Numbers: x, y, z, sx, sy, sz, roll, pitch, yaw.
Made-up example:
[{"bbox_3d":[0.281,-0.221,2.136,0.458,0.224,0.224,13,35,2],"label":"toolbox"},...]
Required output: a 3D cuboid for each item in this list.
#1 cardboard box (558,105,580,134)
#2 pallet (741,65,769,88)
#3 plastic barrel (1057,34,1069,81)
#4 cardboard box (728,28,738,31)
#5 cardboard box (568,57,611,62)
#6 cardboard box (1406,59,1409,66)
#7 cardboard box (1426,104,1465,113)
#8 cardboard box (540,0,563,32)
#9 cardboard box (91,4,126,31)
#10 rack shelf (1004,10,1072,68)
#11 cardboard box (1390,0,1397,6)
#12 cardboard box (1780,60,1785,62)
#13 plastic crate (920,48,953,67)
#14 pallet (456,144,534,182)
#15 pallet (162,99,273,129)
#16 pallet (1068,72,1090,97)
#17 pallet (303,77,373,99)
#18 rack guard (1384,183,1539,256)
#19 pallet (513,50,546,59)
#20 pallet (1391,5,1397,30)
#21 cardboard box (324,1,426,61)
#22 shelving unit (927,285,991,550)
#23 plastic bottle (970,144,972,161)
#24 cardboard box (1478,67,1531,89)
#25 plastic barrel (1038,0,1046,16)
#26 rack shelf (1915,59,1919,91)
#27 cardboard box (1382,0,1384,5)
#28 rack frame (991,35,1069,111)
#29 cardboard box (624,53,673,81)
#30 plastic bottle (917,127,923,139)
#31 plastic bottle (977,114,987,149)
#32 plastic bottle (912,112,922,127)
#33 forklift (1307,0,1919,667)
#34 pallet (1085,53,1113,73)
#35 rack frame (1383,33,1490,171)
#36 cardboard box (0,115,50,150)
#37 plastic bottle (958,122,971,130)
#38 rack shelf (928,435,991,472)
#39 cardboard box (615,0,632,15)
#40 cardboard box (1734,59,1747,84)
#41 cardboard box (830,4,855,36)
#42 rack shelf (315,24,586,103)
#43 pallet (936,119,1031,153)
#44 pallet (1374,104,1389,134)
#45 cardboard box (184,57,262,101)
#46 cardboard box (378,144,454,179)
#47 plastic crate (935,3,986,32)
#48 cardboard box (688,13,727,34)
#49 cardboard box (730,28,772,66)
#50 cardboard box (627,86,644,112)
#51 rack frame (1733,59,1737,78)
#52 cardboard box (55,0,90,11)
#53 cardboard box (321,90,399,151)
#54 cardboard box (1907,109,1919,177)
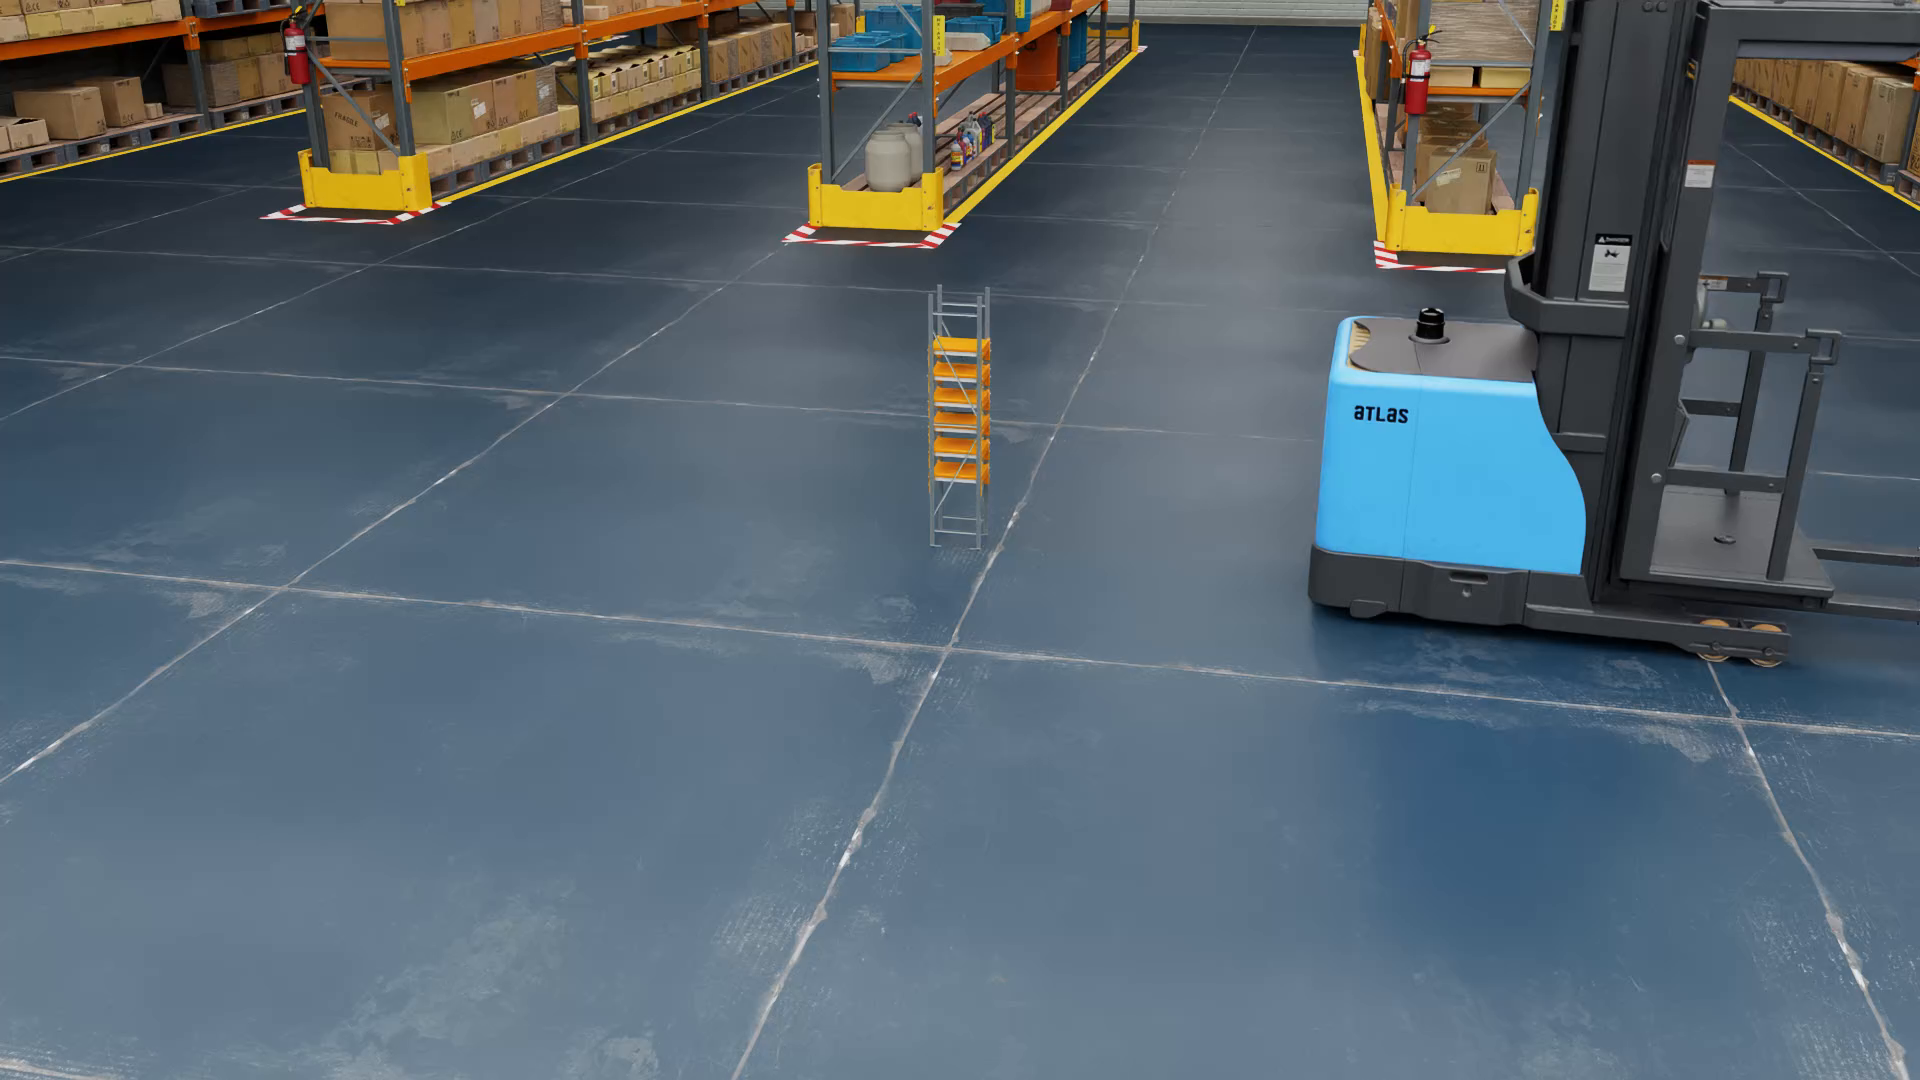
[{"bbox_3d":[-4.628,-4.746,18.741,0.500,0.250,0.500,4,22,11],"label":"cardboard box"},{"bbox_3d":[-3.491,-6.897,24.697,1.003,0.211,1.213,4,22,11],"label":"pallet"},{"bbox_3d":[1.230,-6.766,23.305,0.600,0.588,0.708,4,22,11],"label":"plastic barrel"},{"bbox_3d":[-3.660,-7.447,25.086,0.500,0.500,0.500,5,22,12],"label":"cardboard box"},{"bbox_3d":[-4.635,-5.919,20.903,0.500,0.311,0.500,4,22,10],"label":"cardboard box"},{"bbox_3d":[4.193,-4.353,14.984,0.380,0.149,0.250,4,22,11],"label":"cardboard box"},{"bbox_3d":[4.829,-4.148,16.923,0.500,0.500,0.500,4,22,9],"label":"cardboard box"},{"bbox_3d":[-4.832,-5.896,18.345,0.700,0.500,0.500,4,22,10],"label":"cardboard box"},{"bbox_3d":[-9.595,-5.766,18.329,0.500,0.250,0.500,4,22,11],"label":"cardboard box"},{"bbox_3d":[0.509,-6.032,19.778,1.077,0.370,4.000,4,22,11],"label":"rack shelf"},{"bbox_3d":[5.198,-6.249,18.993,0.500,0.250,0.500,4,22,9],"label":"cardboard box"},{"bbox_3d":[10.576,-6.143,20.871,0.500,0.250,0.500,5,22,12],"label":"cardboard box"},{"bbox_3d":[-0.218,-4.351,14.996,0.298,0.136,0.250,4,22,11],"label":"plastic crate"},{"bbox_3d":[-5.198,-3.984,17.464,1.003,0.211,1.213,4,22,11],"label":"pallet"},{"bbox_3d":[-9.441,-5.381,20.931,1.003,0.211,1.213,4,22,11],"label":"pallet"},{"bbox_3d":[1.288,-6.540,23.809,1.003,0.211,1.213,4,22,11],"label":"pallet"},{"bbox_3d":[-8.943,-6.273,23.146,1.003,0.211,1.213,4,22,11],"label":"pallet"},{"bbox_3d":[4.149,-2.662,13.793,1.175,0.500,0.348,4,22,11],"label":"rack guard"},{"bbox_3d":[-7.734,-8.294,28.164,1.003,0.211,1.213,4,22,11],"label":"pallet"},{"bbox_3d":[5.402,-5.903,18.753,1.003,0.211,1.213,4,22,11],"label":"pallet"},{"bbox_3d":[-5.456,-4.766,15.539,0.700,0.500,0.500,4,22,11],"label":"cardboard box"},{"bbox_3d":[-0.003,-0.551,7.616,0.258,1.200,0.189,4,22,11],"label":"shelving unit"},{"bbox_3d":[0.070,-3.915,16.715,0.097,0.201,0.097,0,22,0],"label":"plastic bottle"},{"bbox_3d":[4.425,-3.763,13.518,0.380,0.149,0.250,4,22,11],"label":"cardboard box"},{"bbox_3d":[0.830,-6.602,20.082,0.421,0.512,0.421,0,22,0],"label":"plastic barrel"},{"bbox_3d":[9.376,-3.776,14.177,1.077,0.370,4.000,4,22,11],"label":"rack shelf"},{"bbox_3d":[5.731,-7.147,21.450,0.500,0.500,0.500,4,22,10],"label":"cardboard box"},{"bbox_3d":[0.917,-7.097,21.460,1.000,3.000,0.127,4,22,11],"label":"rack frame"},{"bbox_3d":[-4.003,-6.070,21.278,0.500,0.311,0.500,4,22,11],"label":"cardboard box"},{"bbox_3d":[-0.445,-4.084,17.037,0.152,0.276,0.135,4,22,11],"label":"plastic bottle"},{"bbox_3d":[0.212,-4.282,17.426,0.144,0.351,0.185,3,22,8],"label":"plastic bottle"},{"bbox_3d":[-0.470,-4.346,17.586,0.144,0.351,0.185,5,22,12],"label":"plastic bottle"},{"bbox_3d":[3.054,-1.075,6.599,3.031,2.935,1.130,5,23,13],"label":"forklift"},{"bbox_3d":[1.845,-7.538,26.288,1.003,0.211,1.213,4,22,11],"label":"pallet"},{"bbox_3d":[4.949,-5.256,16.890,1.000,3.000,0.127,4,22,11],"label":"rack frame"},{"bbox_3d":[-10.069,-4.338,17.619,0.500,0.311,0.500,6,23,15],"label":"cardboard box"},{"bbox_3d":[0.062,-4.249,17.446,0.152,0.276,0.135,4,22,11],"label":"plastic bottle"},{"bbox_3d":[-0.003,-0.399,7.678,0.258,0.103,0.180,4,22,11],"label":"rack shelf"},{"bbox_3d":[-4.365,-6.715,20.377,0.500,0.500,0.500,4,22,11],"label":"cardboard box"},{"bbox_3d":[11.006,-6.552,22.892,0.500,0.500,0.500,5,23,13],"label":"cardboard box"},{"bbox_3d":[-2.169,-9.228,29.510,0.500,0.500,0.500,4,22,11],"label":"cardboard box"},{"bbox_3d":[-5.156,-4.948,17.086,1.077,0.370,4.000,4,22,11],"label":"rack shelf"},{"bbox_3d":[0.223,-4.631,19.069,1.003,0.211,1.213,4,22,11],"label":"pallet"},{"bbox_3d":[5.605,-5.140,20.334,1.003,0.211,1.213,4,22,11],"label":"pallet"},{"bbox_3d":[-9.408,-5.897,21.238,0.700,0.500,0.500,4,22,10],"label":"cardboard box"},{"bbox_3d":[-5.237,-3.649,16.016,0.500,0.250,0.500,4,22,11],"label":"cardboard box"},{"bbox_3d":[-0.131,-5.423,17.388,0.767,0.338,0.504,4,22,11],"label":"plastic crate"},{"bbox_3d":[-3.758,-7.624,24.521,0.500,0.250,0.500,4,22,10],"label":"cardboard box"},{"bbox_3d":[-3.147,-7.417,25.013,0.500,0.500,0.500,5,22,12],"label":"cardboard box"},{"bbox_3d":[-4.214,-5.437,20.458,0.500,0.250,0.500,4,22,9],"label":"cardboard box"},{"bbox_3d":[11.417,-7.767,23.124,1.000,3.000,0.127,4,22,11],"label":"rack frame"},{"bbox_3d":[-9.707,-5.924,17.717,0.500,0.500,0.500,5,23,13],"label":"cardboard box"},{"bbox_3d":[-5.746,-4.036,15.974,0.500,0.500,0.500,4,22,11],"label":"cardboard box"},{"bbox_3d":[9.588,-3.826,15.620,0.875,0.875,0.875,5,22,12],"label":"cardboard box"}]
